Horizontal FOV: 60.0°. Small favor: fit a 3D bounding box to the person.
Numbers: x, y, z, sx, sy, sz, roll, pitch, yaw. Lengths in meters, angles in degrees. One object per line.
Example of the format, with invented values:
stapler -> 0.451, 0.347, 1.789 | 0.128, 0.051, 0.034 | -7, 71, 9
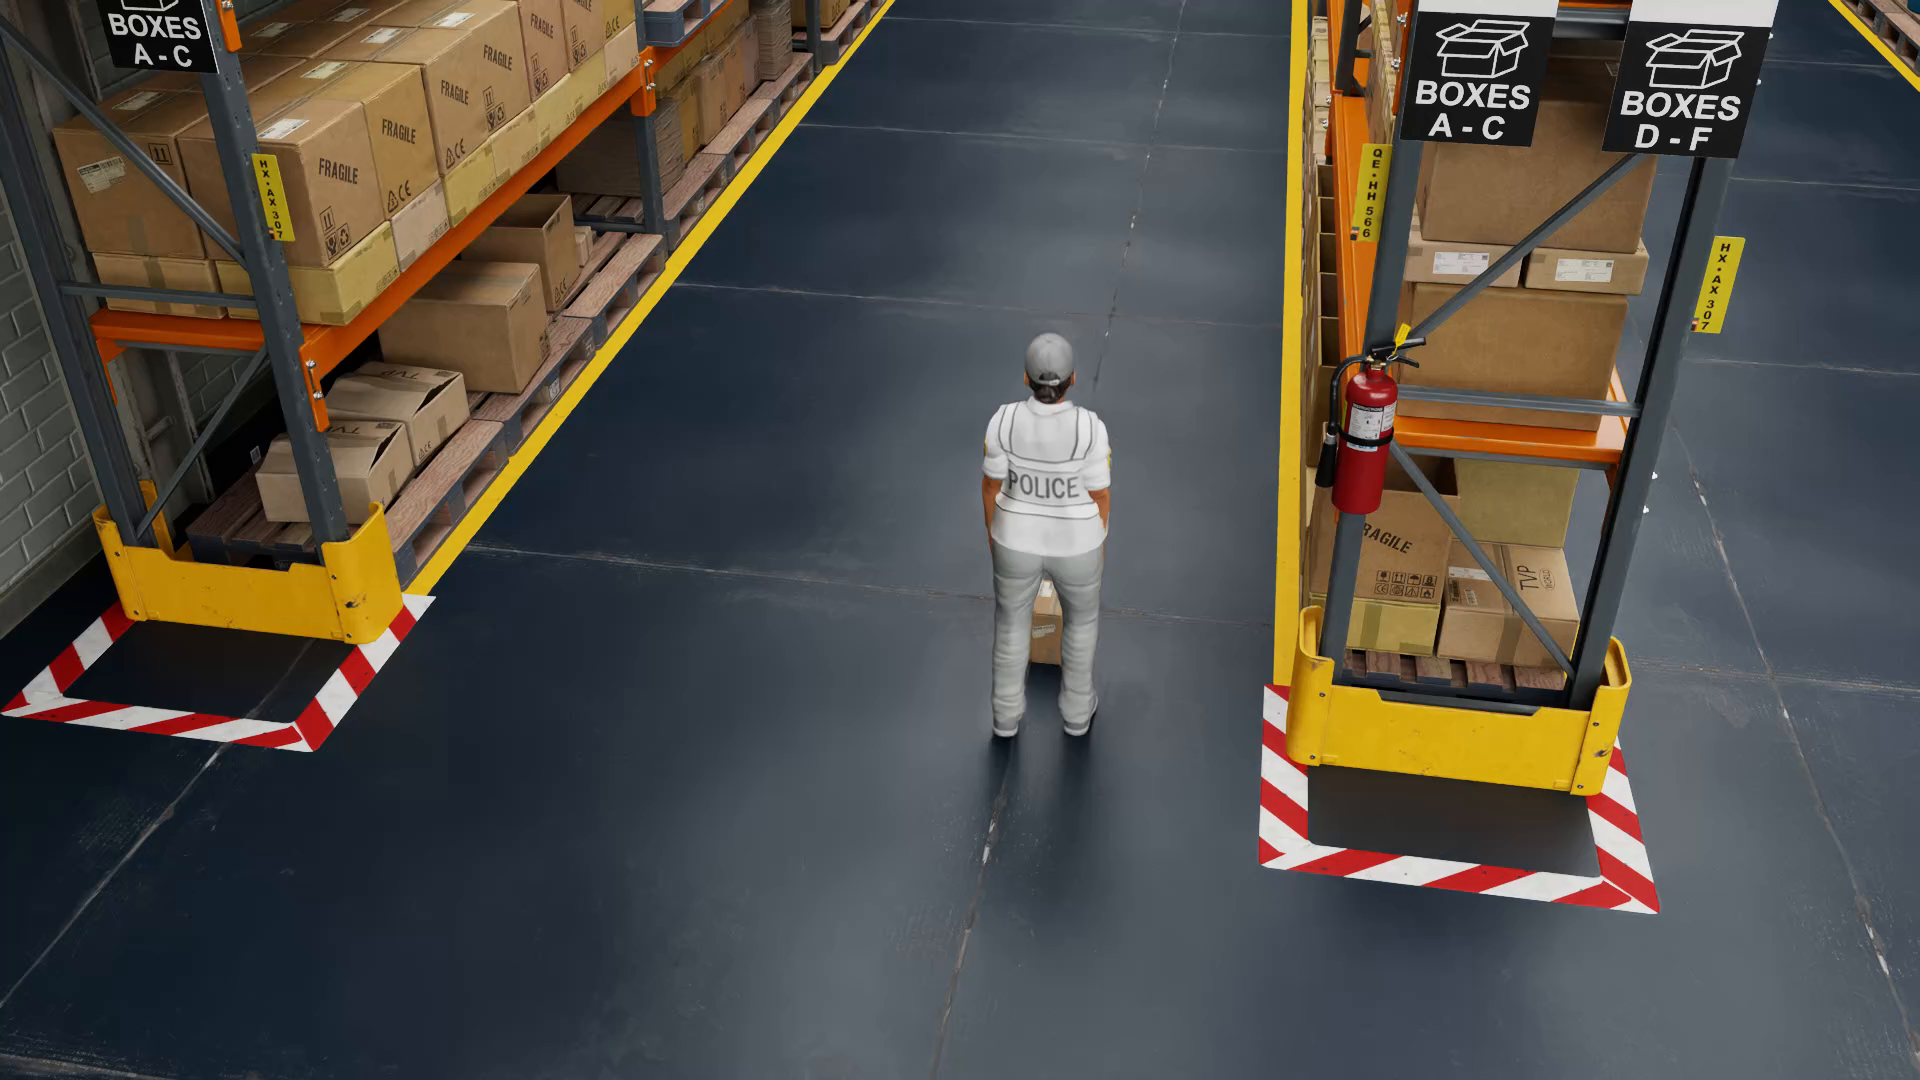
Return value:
person -> 0.314, 0.003, 6.148 | 0.466, 1.672, 0.391 | 6, 33, 9
